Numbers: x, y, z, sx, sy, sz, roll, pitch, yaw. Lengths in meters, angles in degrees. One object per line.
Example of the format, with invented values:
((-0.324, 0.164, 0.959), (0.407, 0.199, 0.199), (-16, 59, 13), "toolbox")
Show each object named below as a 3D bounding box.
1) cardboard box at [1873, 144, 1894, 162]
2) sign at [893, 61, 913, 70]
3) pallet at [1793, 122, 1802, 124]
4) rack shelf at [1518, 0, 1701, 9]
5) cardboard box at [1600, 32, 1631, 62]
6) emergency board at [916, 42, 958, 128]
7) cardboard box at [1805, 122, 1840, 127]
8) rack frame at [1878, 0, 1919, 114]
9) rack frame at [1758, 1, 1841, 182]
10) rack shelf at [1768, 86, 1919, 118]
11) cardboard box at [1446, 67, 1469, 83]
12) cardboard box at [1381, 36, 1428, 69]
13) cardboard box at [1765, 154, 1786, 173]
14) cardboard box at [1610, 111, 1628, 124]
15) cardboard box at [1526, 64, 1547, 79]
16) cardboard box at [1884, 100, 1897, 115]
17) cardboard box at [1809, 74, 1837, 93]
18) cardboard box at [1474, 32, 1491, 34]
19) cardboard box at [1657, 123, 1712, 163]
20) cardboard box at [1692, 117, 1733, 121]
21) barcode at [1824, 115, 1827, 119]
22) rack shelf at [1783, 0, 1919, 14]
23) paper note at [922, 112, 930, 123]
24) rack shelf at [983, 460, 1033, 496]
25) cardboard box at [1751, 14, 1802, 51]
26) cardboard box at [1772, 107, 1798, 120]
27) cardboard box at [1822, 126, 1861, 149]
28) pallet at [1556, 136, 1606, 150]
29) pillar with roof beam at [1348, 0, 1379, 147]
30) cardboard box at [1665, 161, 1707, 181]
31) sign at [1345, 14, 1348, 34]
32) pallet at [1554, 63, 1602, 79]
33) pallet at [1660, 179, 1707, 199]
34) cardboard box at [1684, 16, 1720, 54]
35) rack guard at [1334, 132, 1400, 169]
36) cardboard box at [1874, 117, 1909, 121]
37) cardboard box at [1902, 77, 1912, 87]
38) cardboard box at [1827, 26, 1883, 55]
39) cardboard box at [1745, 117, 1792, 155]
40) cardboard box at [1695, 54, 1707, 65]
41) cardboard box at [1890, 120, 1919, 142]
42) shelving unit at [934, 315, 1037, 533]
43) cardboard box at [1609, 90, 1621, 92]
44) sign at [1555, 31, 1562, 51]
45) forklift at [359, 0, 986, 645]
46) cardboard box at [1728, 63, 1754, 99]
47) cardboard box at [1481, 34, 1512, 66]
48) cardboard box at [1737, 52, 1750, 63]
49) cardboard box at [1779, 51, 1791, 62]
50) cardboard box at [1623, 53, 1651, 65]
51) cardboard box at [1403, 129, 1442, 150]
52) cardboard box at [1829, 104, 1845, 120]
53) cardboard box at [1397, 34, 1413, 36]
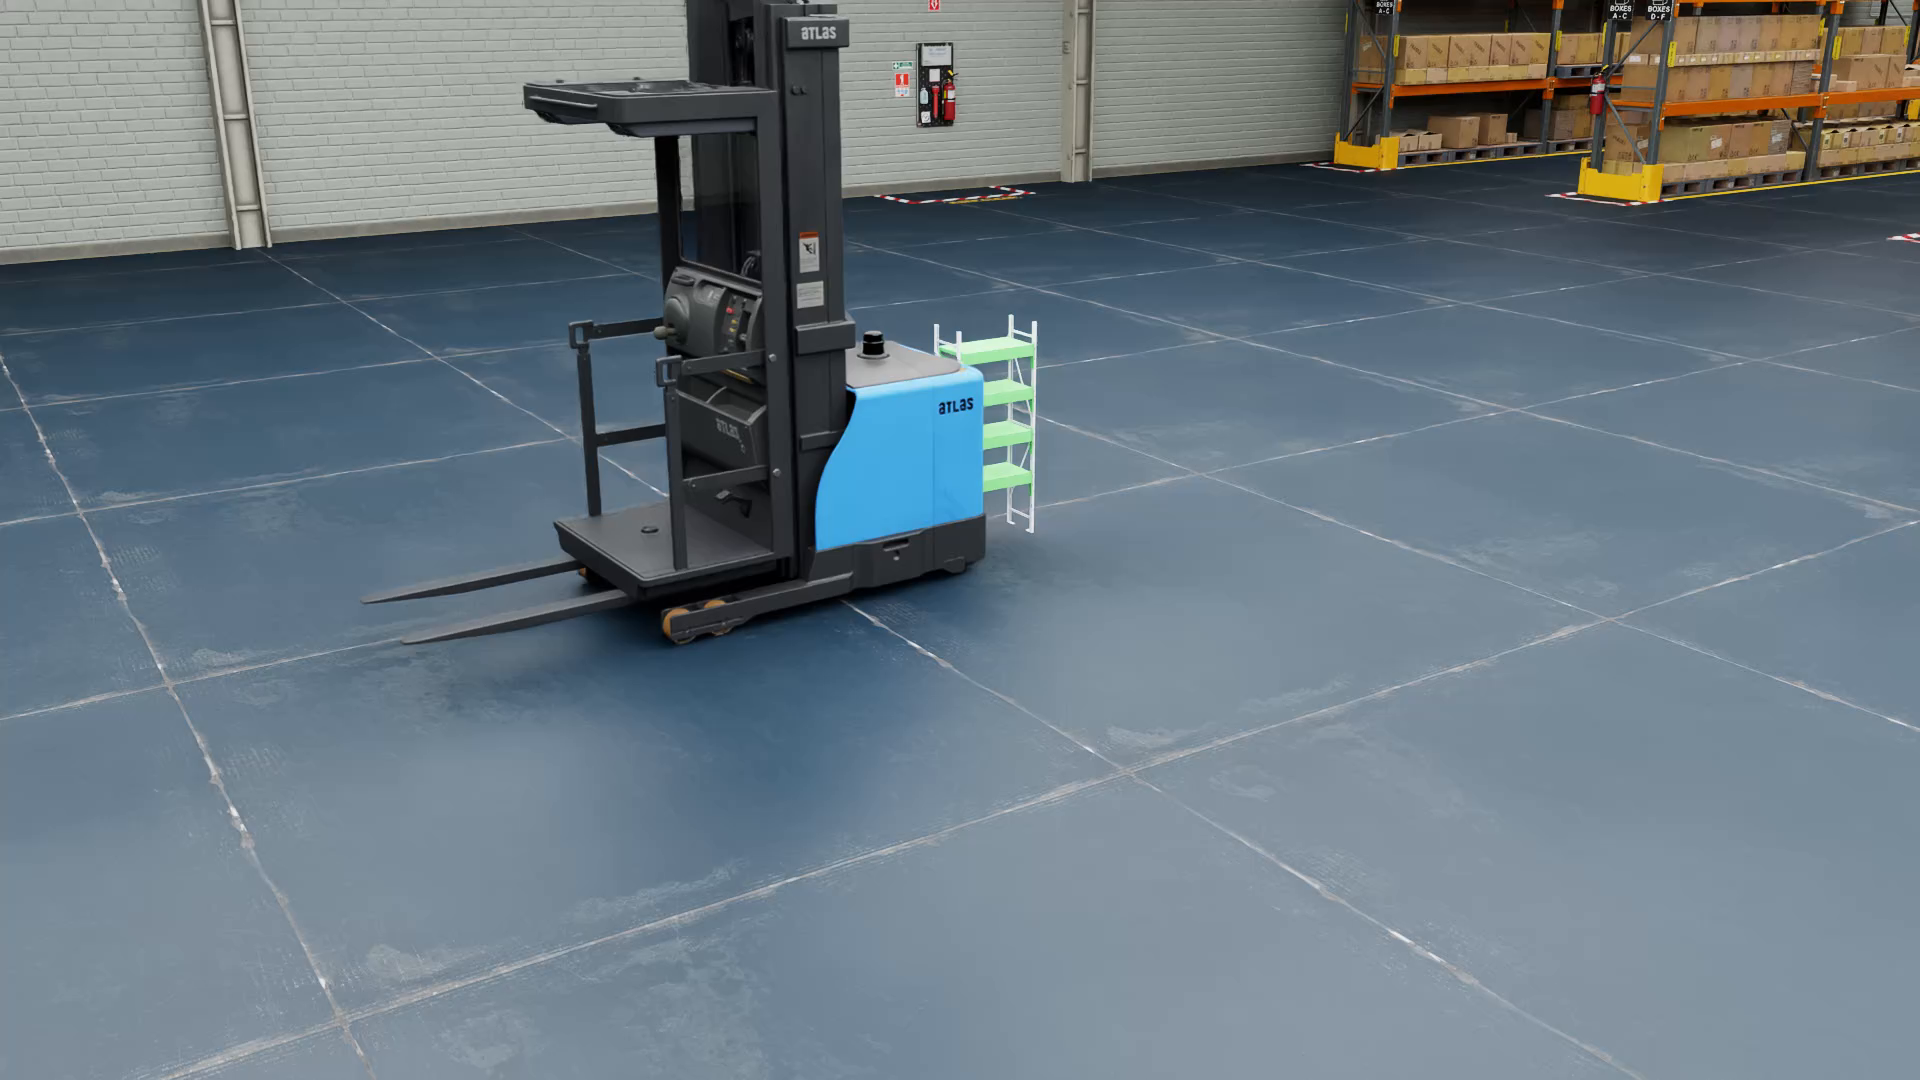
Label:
((14.510, -6.203, 26.547), (0.500, 0.250, 0.500), (-11, 22, -30), "cardboard box")
((-0.813, -6.720, 23.556), (0.331, 0.109, 0.001), (-12, 22, -31), "sign")
((16.103, -8.287, 33.429), (1.213, 0.211, 1.003), (-12, 22, -31), "pallet")
((11.695, -9.788, 29.953), (4.000, 0.370, 1.077), (-12, 22, -31), "rack shelf")
((11.950, -9.005, 30.354), (0.500, 0.500, 0.700), (-12, 22, -31), "cardboard box")
((-0.303, -6.524, 23.858), (0.643, 1.169, 0.194), (-12, 22, -31), "emergency board")
((13.782, -6.522, 26.614), (0.500, 0.311, 0.500), (-12, 22, -32), "cardboard box")
((20.047, -10.469, 35.528), (0.127, 3.000, 1.000), (-12, 22, -31), "rack frame")
((12.752, -7.031, 25.359), (0.127, 3.000, 1.000), (-12, 22, -31), "rack frame")
((14.423, -7.043, 26.516), (4.000, 0.370, 1.077), (-12, 22, -31), "rack shelf")
((8.121, -7.774, 27.758), (0.500, 0.250, 0.500), (-12, 22, -32), "cardboard box")
((7.248, -7.948, 27.104), (0.500, 0.500, 0.500), (-12, 22, -31), "cardboard box")
((12.062, -5.702, 25.065), (0.500, 0.250, 0.500), (-12, 22, -31), "cardboard box")
((11.899, -7.789, 30.816), (0.500, 0.500, 0.700), (-12, 22, -32), "cardboard box")
((9.796, -8.129, 28.810), (0.500, 0.250, 0.500), (-12, 22, -31), "cardboard box")
((19.517, -9.334, 35.417), (0.500, 0.500, 0.700), (-12, 22, -31), "cardboard box")
((13.139, -7.058, 25.674), (0.500, 0.250, 0.500), (-10, 21, -28), "cardboard box")
((9.083, -8.532, 28.831), (0.500, 0.500, 0.500), (-12, 22, -32), "cardboard box")
((10.398, -5.702, 23.893), (0.500, 0.500, 0.500), (-12, 22, -31), "cardboard box")
((11.358, -6.109, 25.097), (0.500, 0.500, 0.500), (-12, 22, -31), "cardboard box")
((13.194, -6.444, 25.338), (0.075, 0.075, 0.001), (-12, 22, -31), "barcode")
((14.423, -8.464, 26.035), (4.000, 0.370, 1.077), (-12, 22, -31), "rack shelf")
((-0.489, -6.094, 23.961), (0.142, 0.148, 0.016), (-12, 22, -31), "paper note")
((0.138, -0.310, 9.236), (0.480, 0.148, 0.258), (-12, 22, -31), "rack shelf")
((11.964, -7.524, 24.634), (0.500, 0.500, 0.700), (-12, 22, -32), "cardboard box")
((16.235, -8.796, 33.280), (0.750, 0.750, 0.750), (-12, 22, -31), "cardboard box")
((13.655, -6.286, 25.917), (0.500, 0.311, 0.500), (-12, 22, -32), "cardboard box")
((11.694, -7.388, 30.769), (1.213, 0.211, 1.003), (-12, 22, -31), "pallet")
((9.161, -9.696, 23.874), (0.400, 9.000, 9.100), (-12, 22, -31), "pillar with roof beam")
((10.397, -5.347, 24.015), (0.500, 0.250, 0.500), (-12, 22, -31), "cardboard box")
((6.396, -8.501, 27.405), (0.005, 0.325, 0.100), (-12, 22, -31), "sign")
((10.743, -8.360, 29.590), (1.213, 0.211, 1.003), (-12, 22, -31), "pallet")
((10.027, -5.151, 24.153), (1.213, 0.211, 1.003), (-12, 22, -31), "pallet")
((10.289, -7.171, 23.590), (0.500, 0.500, 0.700), (-13, 22, -33), "cardboard box")
((6.748, -6.480, 27.632), (0.348, 0.500, 1.175), (-12, 22, -31), "rack guard")
((15.494, -6.884, 27.685), (0.500, 0.311, 0.500), (-11, 22, -30), "cardboard box")
((15.059, -7.377, 26.774), (0.250, 0.149, 0.380), (-10, 21, -27), "cardboard box")
((18.383, -10.256, 34.429), (0.700, 0.700, 0.980), (-13, 23, -34), "cardboard box")
((12.061, -6.058, 24.946), (0.500, 0.500, 0.500), (-12, 22, -31), "cardboard box")
((10.286, -6.783, 23.457), (0.250, 0.149, 0.380), (-12, 22, -31), "cardboard box")
((15.361, -6.646, 26.982), (0.500, 0.311, 0.500), (-12, 22, -32), "cardboard box")
((0.138, -0.598, 9.139), (0.503, 1.200, 0.258), (-12, 22, -31), "shelving unit")
((12.282, -8.215, 30.906), (0.500, 0.250, 0.500), (-11, 22, -30), "cardboard box")
((10.330, -8.622, 28.712), (0.005, 0.325, 0.100), (-12, 22, -31), "sign")
((-1.364, -1.092, 7.900), (3.031, 2.935, 1.130), (-13, 22, -33), "forklift")
((11.100, -6.726, 24.300), (0.500, 0.500, 0.700), (-11, 22, -30), "cardboard box")
((8.960, -8.308, 28.167), (0.500, 0.500, 0.500), (-13, 22, -33), "cardboard box")
((11.142, -6.963, 23.989), (0.250, 0.149, 0.380), (-12, 22, -31), "cardboard box")
((11.999, -7.144, 24.524), (0.250, 0.149, 0.380), (-12, 22, -32), "cardboard box")
((9.626, -6.799, 23.505), (0.250, 0.149, 0.380), (-12, 22, -32), "cardboard box")
((7.788, -6.784, 28.138), (0.500, 0.311, 0.500), (-10, 21, -27), "cardboard box")
((17.809, -8.971, 34.345), (0.500, 0.500, 0.700), (-12, 22, -32), "cardboard box")
((7.387, -8.170, 27.761), (0.500, 0.500, 0.500), (-12, 22, -31), "cardboard box")
